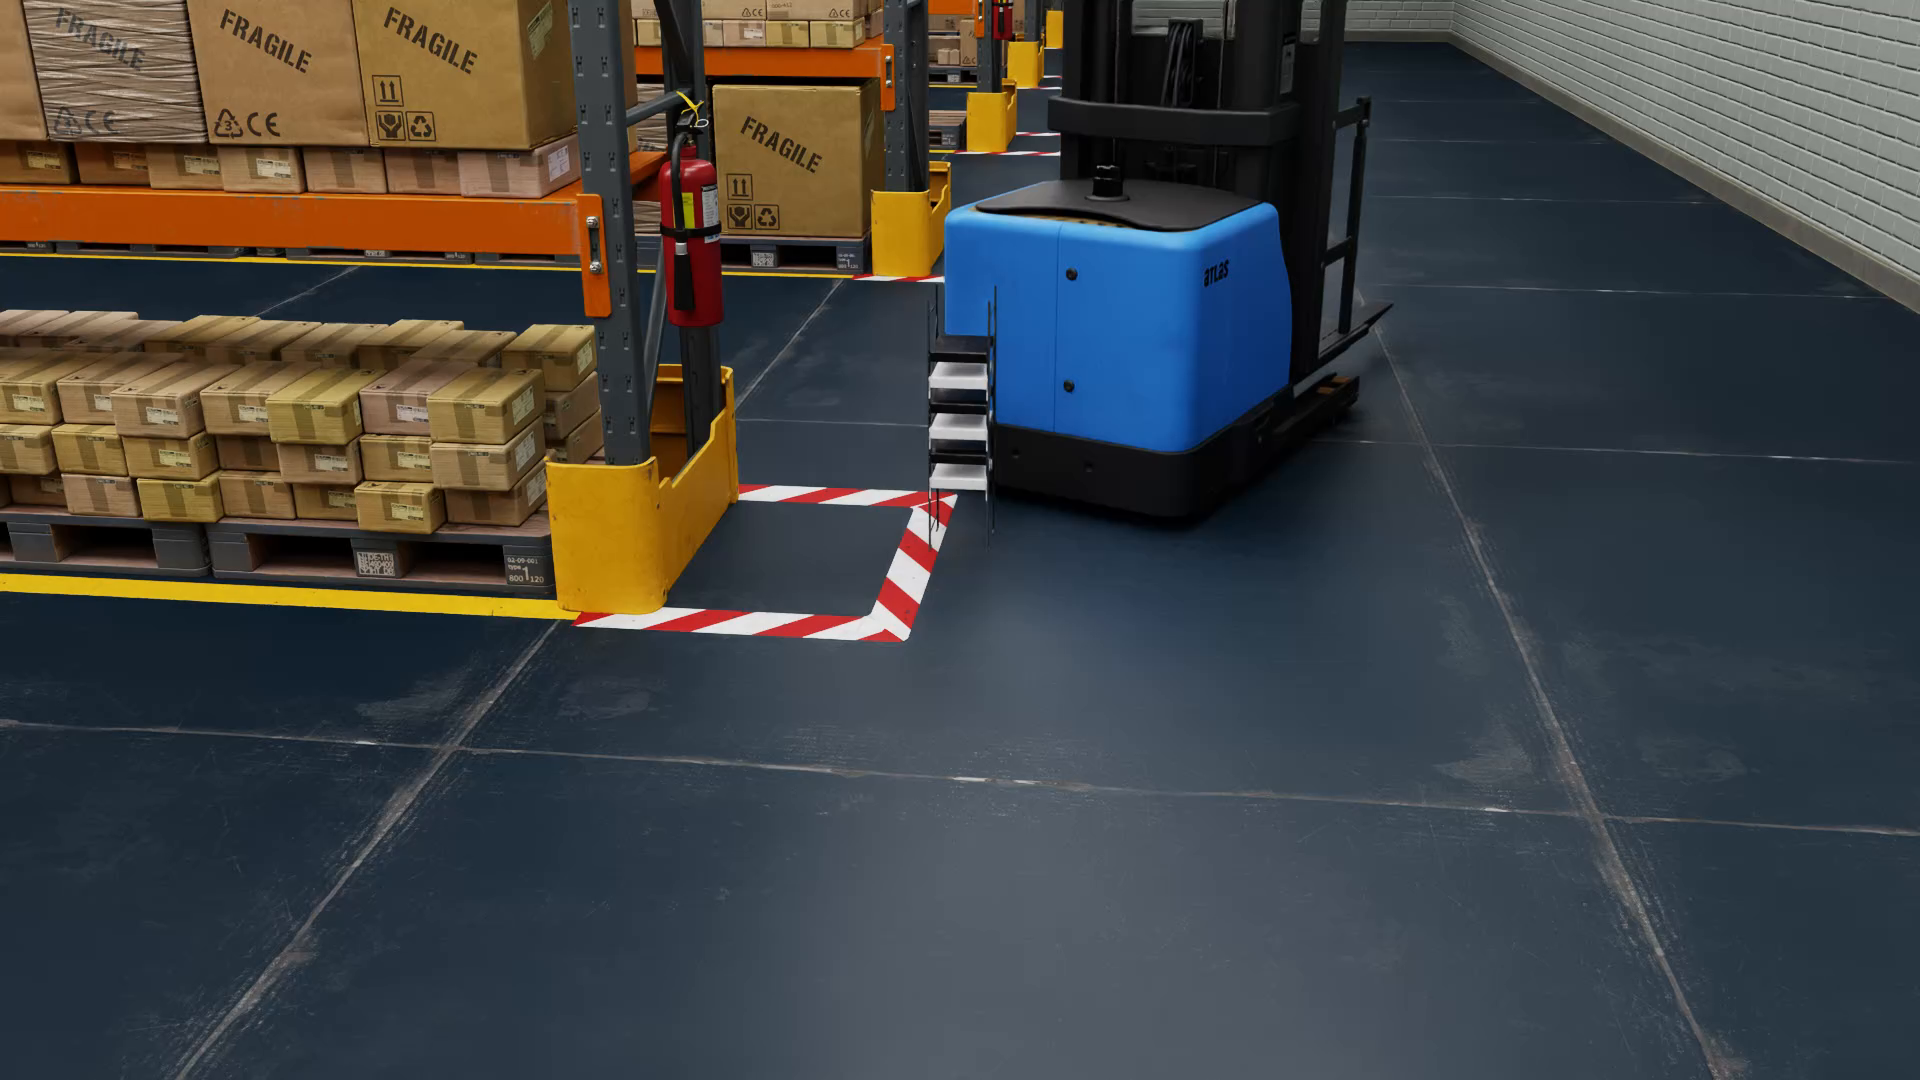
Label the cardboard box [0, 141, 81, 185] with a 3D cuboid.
[{"bbox_3d":[-2.892,-1.257,5.381,0.250,0.149,0.380,3,22,7],"label":"cardboard box"}]

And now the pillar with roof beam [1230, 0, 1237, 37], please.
[{"bbox_3d":[3.709,-10.019,19.041,0.400,9.000,9.100,2,22,6],"label":"pillar with roof beam"}]

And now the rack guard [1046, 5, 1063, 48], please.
[{"bbox_3d":[1.456,-7.438,24.074,0.348,0.500,1.175,2,22,6],"label":"rack guard"}]

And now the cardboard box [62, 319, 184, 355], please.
[{"bbox_3d":[-3.051,-0.688,6.098,0.250,0.149,0.380,3,22,6],"label":"cardboard box"}]

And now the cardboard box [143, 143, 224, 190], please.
[{"bbox_3d":[-2.365,-1.218,5.283,0.250,0.149,0.380,2,22,4],"label":"cardboard box"}]

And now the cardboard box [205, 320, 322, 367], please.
[{"bbox_3d":[-2.534,-0.684,6.087,0.250,0.149,0.380,3,22,8],"label":"cardboard box"}]

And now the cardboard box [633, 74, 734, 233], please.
[{"bbox_3d":[-1.865,-2.421,10.303,0.875,0.875,0.875,2,22,6],"label":"cardboard box"}]

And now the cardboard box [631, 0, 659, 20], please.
[{"bbox_3d":[-1.838,-3.213,9.786,0.500,0.250,0.500,2,22,4],"label":"cardboard box"}]

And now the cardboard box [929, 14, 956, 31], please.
[{"bbox_3d":[-0.271,-7.671,24.092,0.500,0.500,0.700,2,22,5],"label":"cardboard box"}]

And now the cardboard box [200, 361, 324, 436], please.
[{"bbox_3d":[-2.321,-0.477,5.564,0.250,0.149,0.380,2,22,4],"label":"cardboard box"}]

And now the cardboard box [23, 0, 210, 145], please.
[{"bbox_3d":[-2.493,-1.522,5.170,0.500,0.500,0.500,3,22,6],"label":"cardboard box"}]

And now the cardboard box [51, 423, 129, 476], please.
[{"bbox_3d":[-2.843,-0.353,5.656,0.250,0.149,0.380,4,22,9],"label":"cardboard box"}]

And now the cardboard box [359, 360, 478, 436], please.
[{"bbox_3d":[-1.799,-0.478,5.566,0.250,0.149,0.380,3,22,7],"label":"cardboard box"}]

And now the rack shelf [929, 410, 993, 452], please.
[{"bbox_3d":[0.008,-0.387,5.786,0.200,0.077,0.258,3,22,6],"label":"rack shelf"}]

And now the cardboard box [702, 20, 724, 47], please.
[{"bbox_3d":[-1.466,-2.987,9.758,0.250,0.149,0.380,3,22,7],"label":"cardboard box"}]

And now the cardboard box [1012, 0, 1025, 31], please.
[{"bbox_3d":[0.725,-7.628,23.983,0.500,0.500,0.700,2,22,6],"label":"cardboard box"}]

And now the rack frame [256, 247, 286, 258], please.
[{"bbox_3d":[-4.289,-3.349,10.331,0.127,3.000,1.000,2,22,6],"label":"rack frame"}]

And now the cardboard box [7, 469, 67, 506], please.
[{"bbox_3d":[-3.086,-0.254,5.809,0.250,0.149,0.380,3,22,8],"label":"cardboard box"}]

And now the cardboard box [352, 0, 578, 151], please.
[{"bbox_3d":[-1.477,-1.480,5.062,0.500,0.500,0.500,3,22,7],"label":"cardboard box"}]

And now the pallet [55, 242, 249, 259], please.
[{"bbox_3d":[-5.064,-2.058,10.859,1.213,0.211,1.003,2,22,6],"label":"pallet"}]

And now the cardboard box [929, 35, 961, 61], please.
[{"bbox_3d":[-0.150,-5.867,19.842,0.500,0.250,0.500,2,22,6],"label":"cardboard box"}]

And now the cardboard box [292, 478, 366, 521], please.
[{"bbox_3d":[-2.068,-0.203,5.679,0.250,0.149,0.380,2,22,6],"label":"cardboard box"}]

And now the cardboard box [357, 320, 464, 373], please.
[{"bbox_3d":[-2.004,-0.688,6.098,0.250,0.149,0.380,2,22,6],"label":"cardboard box"}]

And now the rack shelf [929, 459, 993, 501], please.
[{"bbox_3d":[0.008,-0.220,5.852,0.200,0.077,0.258,3,22,6],"label":"rack shelf"}]

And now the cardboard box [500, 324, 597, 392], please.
[{"bbox_3d":[-1.481,-0.662,6.033,0.250,0.149,0.380,2,22,4],"label":"cardboard box"}]

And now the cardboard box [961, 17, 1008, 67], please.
[{"bbox_3d":[0.284,-5.768,19.252,0.500,0.500,0.500,2,22,6],"label":"cardboard box"}]

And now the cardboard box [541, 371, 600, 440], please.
[{"bbox_3d":[-1.491,-0.494,6.011,0.250,0.149,0.380,3,22,9],"label":"cardboard box"}]

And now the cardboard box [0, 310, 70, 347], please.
[{"bbox_3d":[-3.554,-0.746,6.244,0.250,0.149,0.380,1,22,4],"label":"cardboard box"}]

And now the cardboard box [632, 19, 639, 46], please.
[{"bbox_3d":[-1.981,-3.009,9.813,0.250,0.149,0.380,3,22,6],"label":"cardboard box"}]

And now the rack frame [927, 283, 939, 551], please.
[{"bbox_3d":[-0.093,-0.423,5.785,0.006,0.900,0.240,3,22,6],"label":"rack frame"}]

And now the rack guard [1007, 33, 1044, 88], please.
[{"bbox_3d":[0.777,-5.634,19.509,0.348,0.500,1.175,2,22,6],"label":"rack guard"}]

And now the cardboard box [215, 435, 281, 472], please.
[{"bbox_3d":[-2.330,-0.367,5.690,0.250,0.149,0.380,2,22,6],"label":"cardboard box"}]

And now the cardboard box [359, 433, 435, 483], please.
[{"bbox_3d":[-1.812,-0.327,5.589,0.250,0.149,0.380,2,22,5],"label":"cardboard box"}]

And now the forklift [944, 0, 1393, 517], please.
[{"bbox_3d":[1.113,-1.940,6.860,1.130,2.935,3.031,12,25,28],"label":"forklift"}]

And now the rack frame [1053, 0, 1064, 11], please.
[{"bbox_3d":[1.432,-8.601,23.617,0.127,3.000,1.000,2,22,6],"label":"rack frame"}]

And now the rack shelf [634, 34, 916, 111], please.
[{"bbox_3d":[-2.303,-2.928,10.245,4.000,0.370,1.077,2,22,6],"label":"rack shelf"}]

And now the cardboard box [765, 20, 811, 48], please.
[{"bbox_3d":[-0.967,-2.965,9.701,0.250,0.149,0.380,3,22,7],"label":"cardboard box"}]

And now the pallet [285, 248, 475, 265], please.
[{"bbox_3d":[-3.543,-1.991,10.688,1.213,0.211,1.003,2,22,6],"label":"pallet"}]

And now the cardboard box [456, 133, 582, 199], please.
[{"bbox_3d":[-1.358,-1.164,5.145,0.250,0.149,0.380,3,22,6],"label":"cardboard box"}]

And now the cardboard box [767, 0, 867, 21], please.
[{"bbox_3d":[-0.829,-3.169,9.674,0.500,0.250,0.500,2,22,5],"label":"cardboard box"}]

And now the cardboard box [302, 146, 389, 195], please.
[{"bbox_3d":[-1.851,-1.193,5.220,0.250,0.149,0.380,2,22,6],"label":"cardboard box"}]

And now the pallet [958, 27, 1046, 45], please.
[{"bbox_3d":[0.629,-7.311,24.145,1.213,0.211,1.003,2,22,6],"label":"pallet"}]

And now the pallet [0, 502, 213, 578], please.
[{"bbox_3d":[-3.087,-0.178,6.102,1.213,0.211,1.003,2,22,6],"label":"pallet"}]

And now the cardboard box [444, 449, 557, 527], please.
[{"bbox_3d":[-1.548,-0.186,5.636,0.250,0.149,0.380,3,22,7],"label":"cardboard box"}]

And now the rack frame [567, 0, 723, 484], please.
[{"bbox_3d":[-1.001,-1.369,5.324,0.127,3.000,1.000,2,22,6],"label":"rack frame"}]

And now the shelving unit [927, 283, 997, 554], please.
[{"bbox_3d":[0.008,-0.418,5.773,0.210,0.900,0.258,3,22,6],"label":"shelving unit"}]

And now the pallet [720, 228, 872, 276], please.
[{"bbox_3d":[-1.120,-1.885,10.421,1.213,0.211,1.003,2,22,6],"label":"pallet"}]

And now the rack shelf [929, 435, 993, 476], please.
[{"bbox_3d":[0.008,-0.303,5.819,0.200,0.077,0.258,3,22,6],"label":"rack shelf"}]

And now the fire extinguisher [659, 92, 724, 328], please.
[{"bbox_3d":[-0.805,-0.981,4.953,0.183,0.674,0.296,2,22,6],"label":"fire extinguisher"}]

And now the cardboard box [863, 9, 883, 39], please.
[{"bbox_3d":[-0.630,-3.195,10.283,0.250,0.149,0.380,3,22,7],"label":"cardboard box"}]

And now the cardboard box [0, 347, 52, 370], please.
[{"bbox_3d":[-3.347,-0.546,5.739,0.250,0.149,0.380,2,22,4],"label":"cardboard box"}]

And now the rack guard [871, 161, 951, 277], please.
[{"bbox_3d":[-0.293,-2.013,10.350,0.348,0.500,1.175,2,22,6],"label":"rack guard"}]

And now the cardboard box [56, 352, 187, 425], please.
[{"bbox_3d":[-2.843,-0.520,5.673,0.250,0.149,0.380,2,22,4],"label":"cardboard box"}]

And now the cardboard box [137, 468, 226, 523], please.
[{"bbox_3d":[-2.575,-0.197,5.664,0.250,0.149,0.380,2,22,4],"label":"cardboard box"}]
